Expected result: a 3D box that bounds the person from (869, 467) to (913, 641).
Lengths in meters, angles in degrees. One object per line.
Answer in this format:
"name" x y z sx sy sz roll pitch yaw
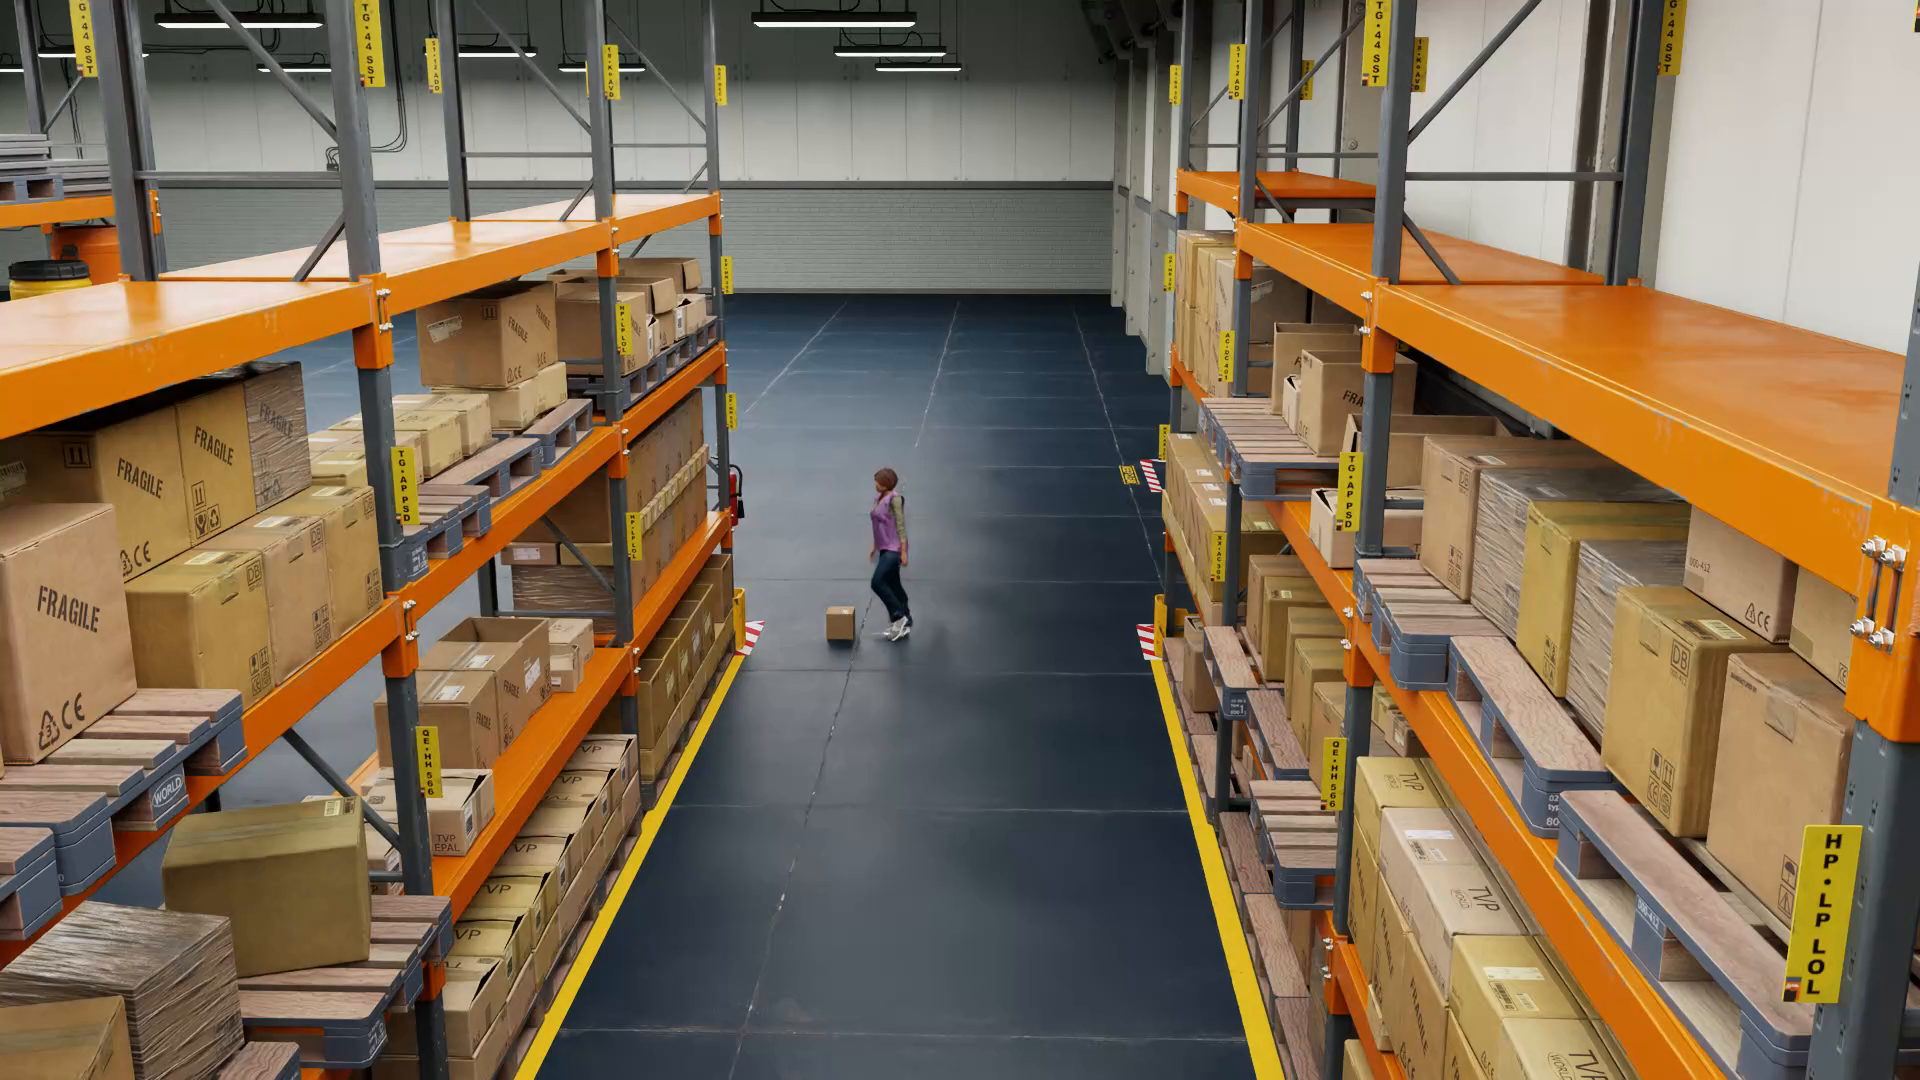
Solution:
"person" -0.670 0.115 15.505 0.444 1.599 0.472 -6 15 -22
